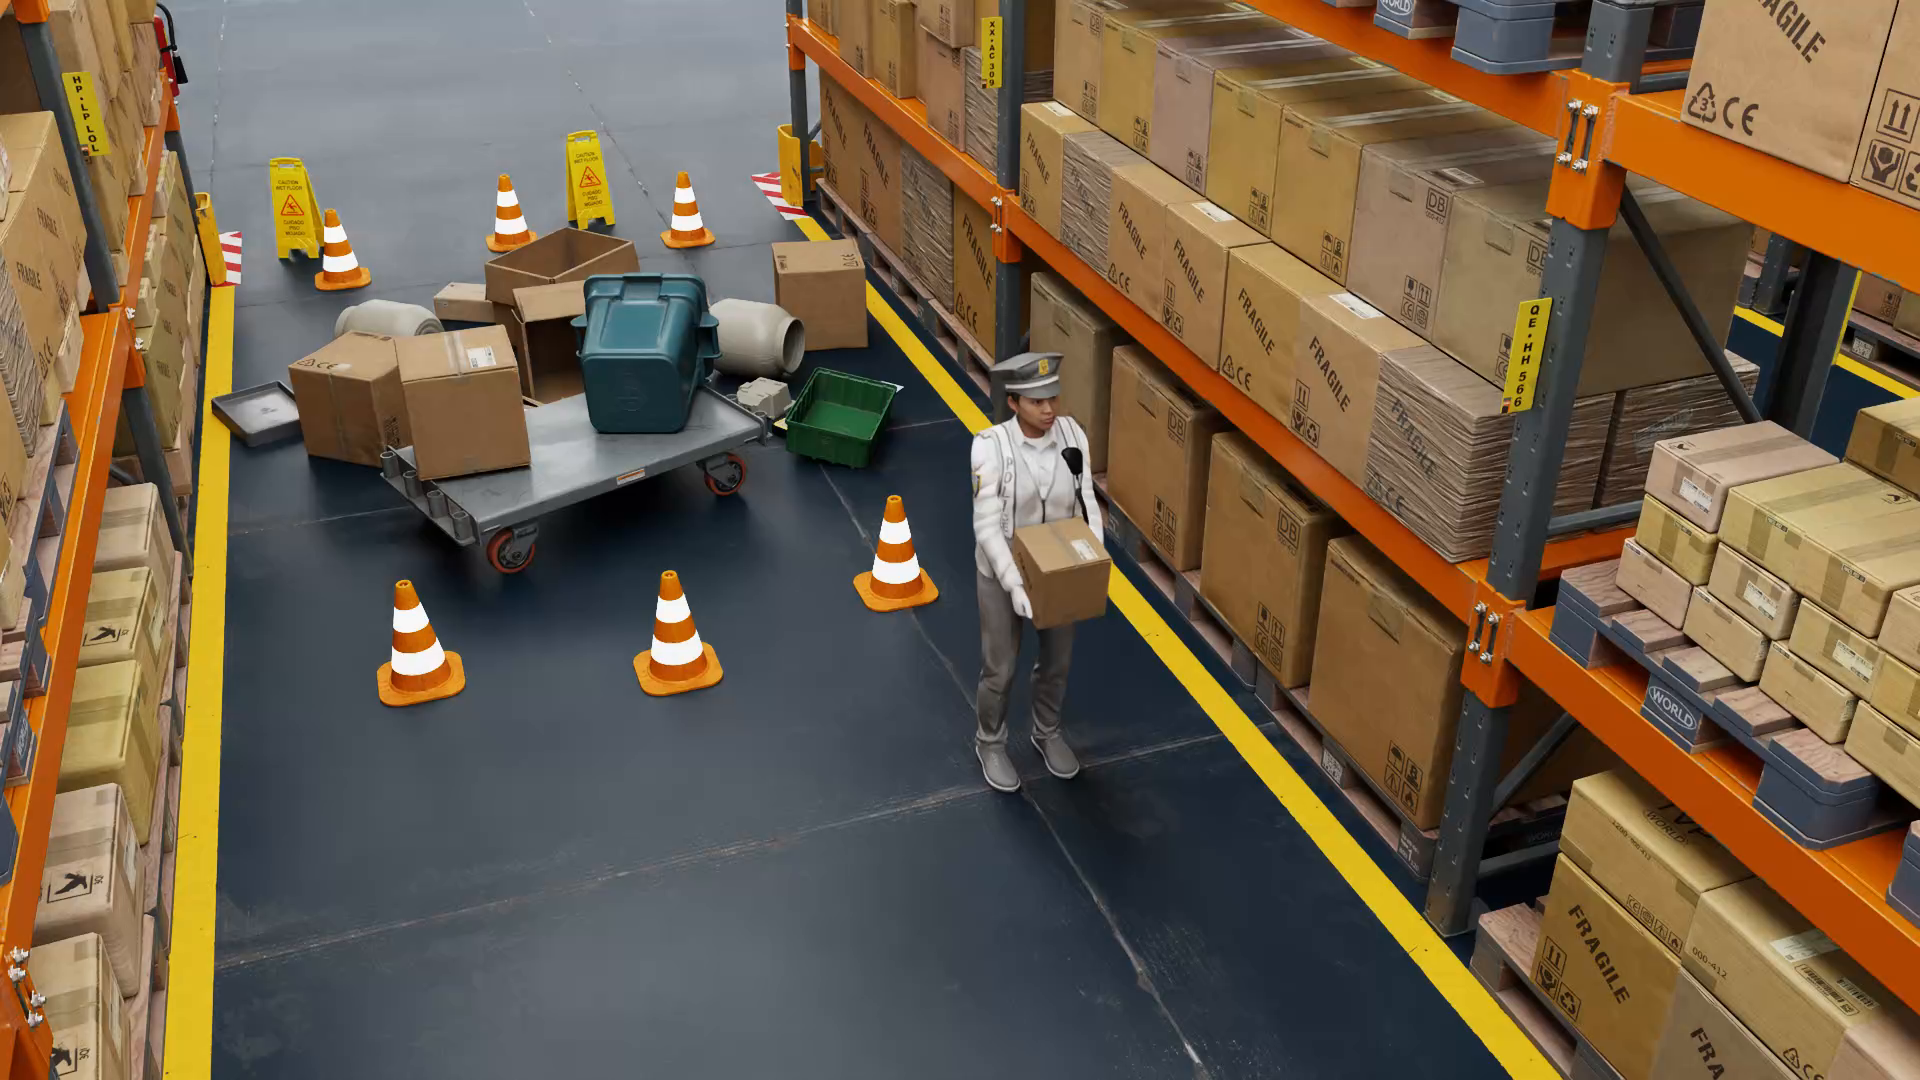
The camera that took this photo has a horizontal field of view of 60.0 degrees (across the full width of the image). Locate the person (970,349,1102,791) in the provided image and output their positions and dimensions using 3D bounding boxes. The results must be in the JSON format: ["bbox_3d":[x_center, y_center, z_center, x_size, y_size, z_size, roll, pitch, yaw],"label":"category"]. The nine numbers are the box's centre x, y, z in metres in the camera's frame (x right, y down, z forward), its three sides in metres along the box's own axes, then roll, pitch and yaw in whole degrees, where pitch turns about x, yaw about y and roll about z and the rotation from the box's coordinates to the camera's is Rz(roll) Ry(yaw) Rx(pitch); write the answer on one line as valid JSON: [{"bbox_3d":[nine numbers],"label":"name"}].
[{"bbox_3d":[0.267,0.137,5.866,0.460,1.687,0.556,-11,32,-18],"label":"person"}]
